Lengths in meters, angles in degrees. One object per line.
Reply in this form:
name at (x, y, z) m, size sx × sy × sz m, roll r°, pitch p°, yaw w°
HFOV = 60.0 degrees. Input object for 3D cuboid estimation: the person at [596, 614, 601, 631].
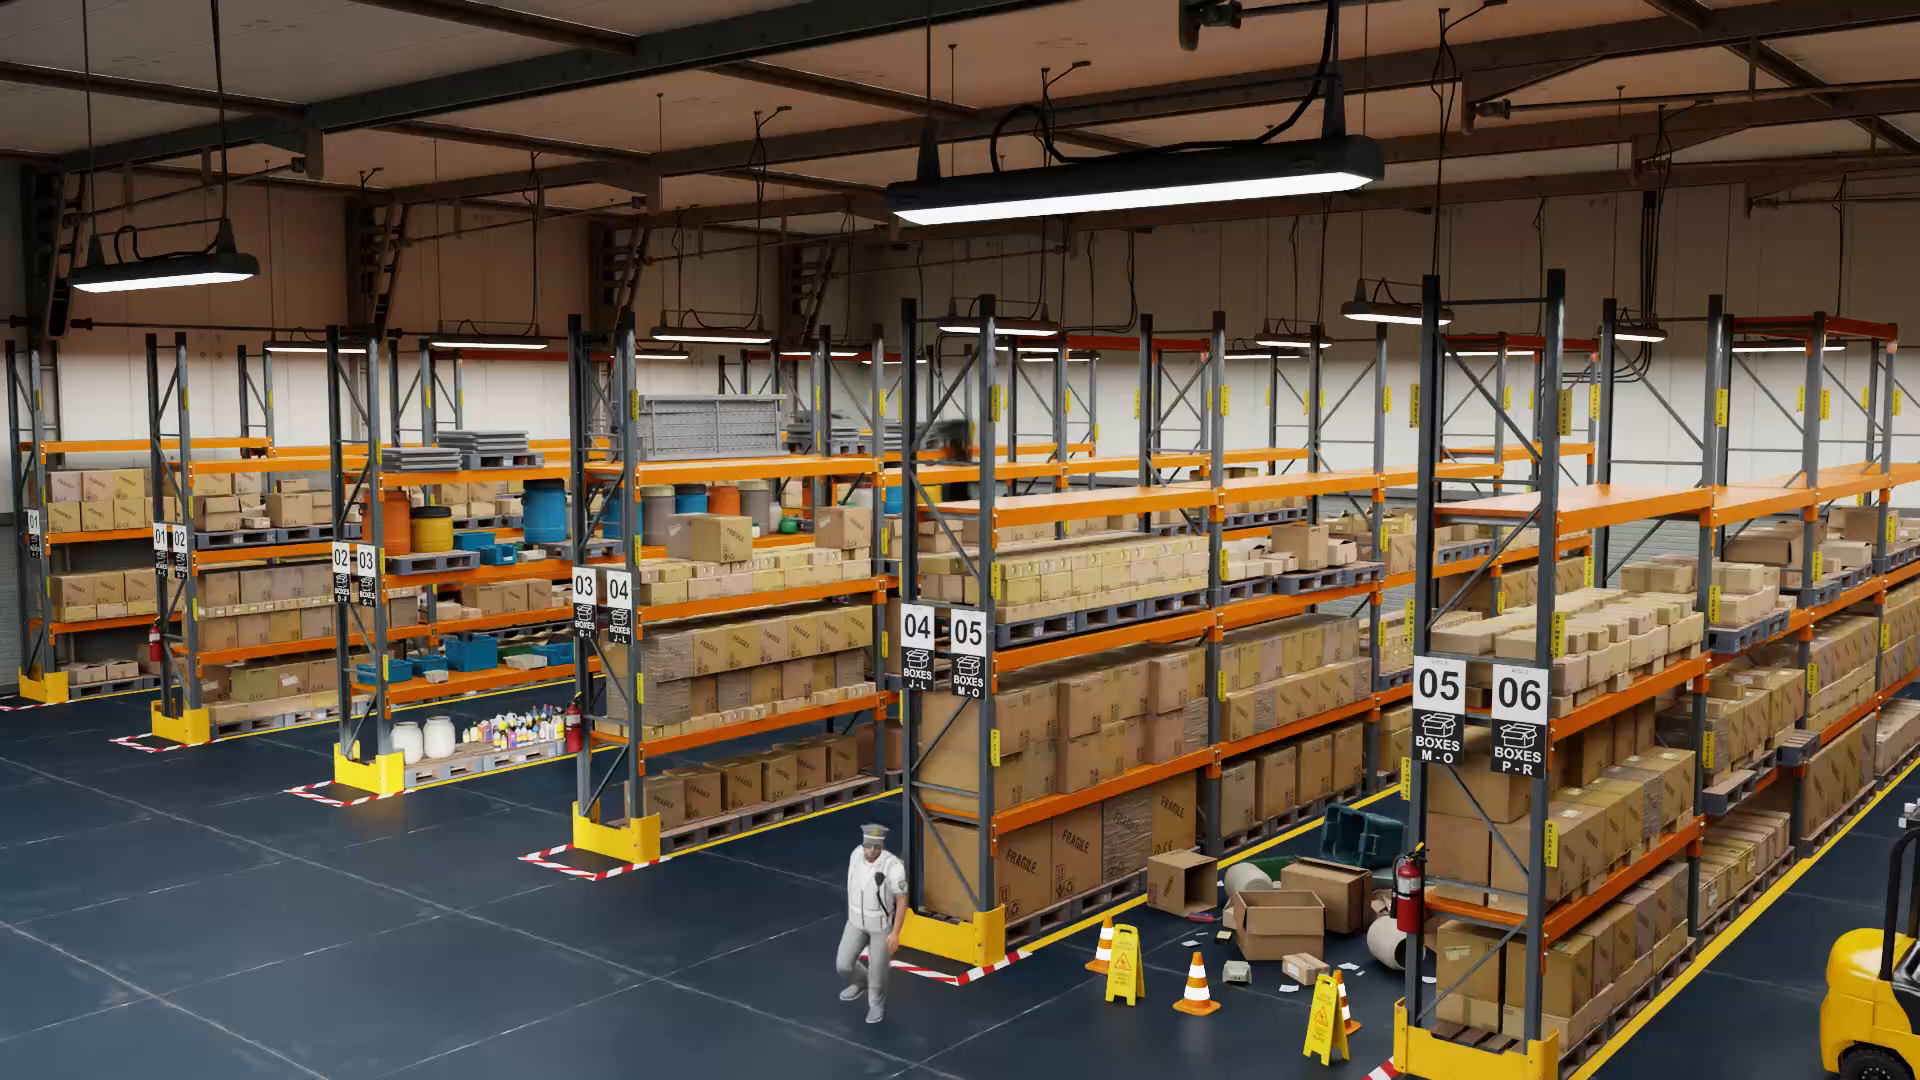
person at (-7.230, 1.349, 32.951) m, size 0.595 × 1.775 × 0.833 m, roll 5°, pitch 7°, yaw 45°

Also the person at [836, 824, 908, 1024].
person at (-0.716, 3.105, 13.574) m, size 0.708 × 1.708 × 0.604 m, roll 2°, pitch 6°, yaw 21°

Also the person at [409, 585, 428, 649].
person at (-10.117, 1.548, 31.213) m, size 0.563 × 1.637 × 0.589 m, roll 2°, pitch 5°, yaw 17°
